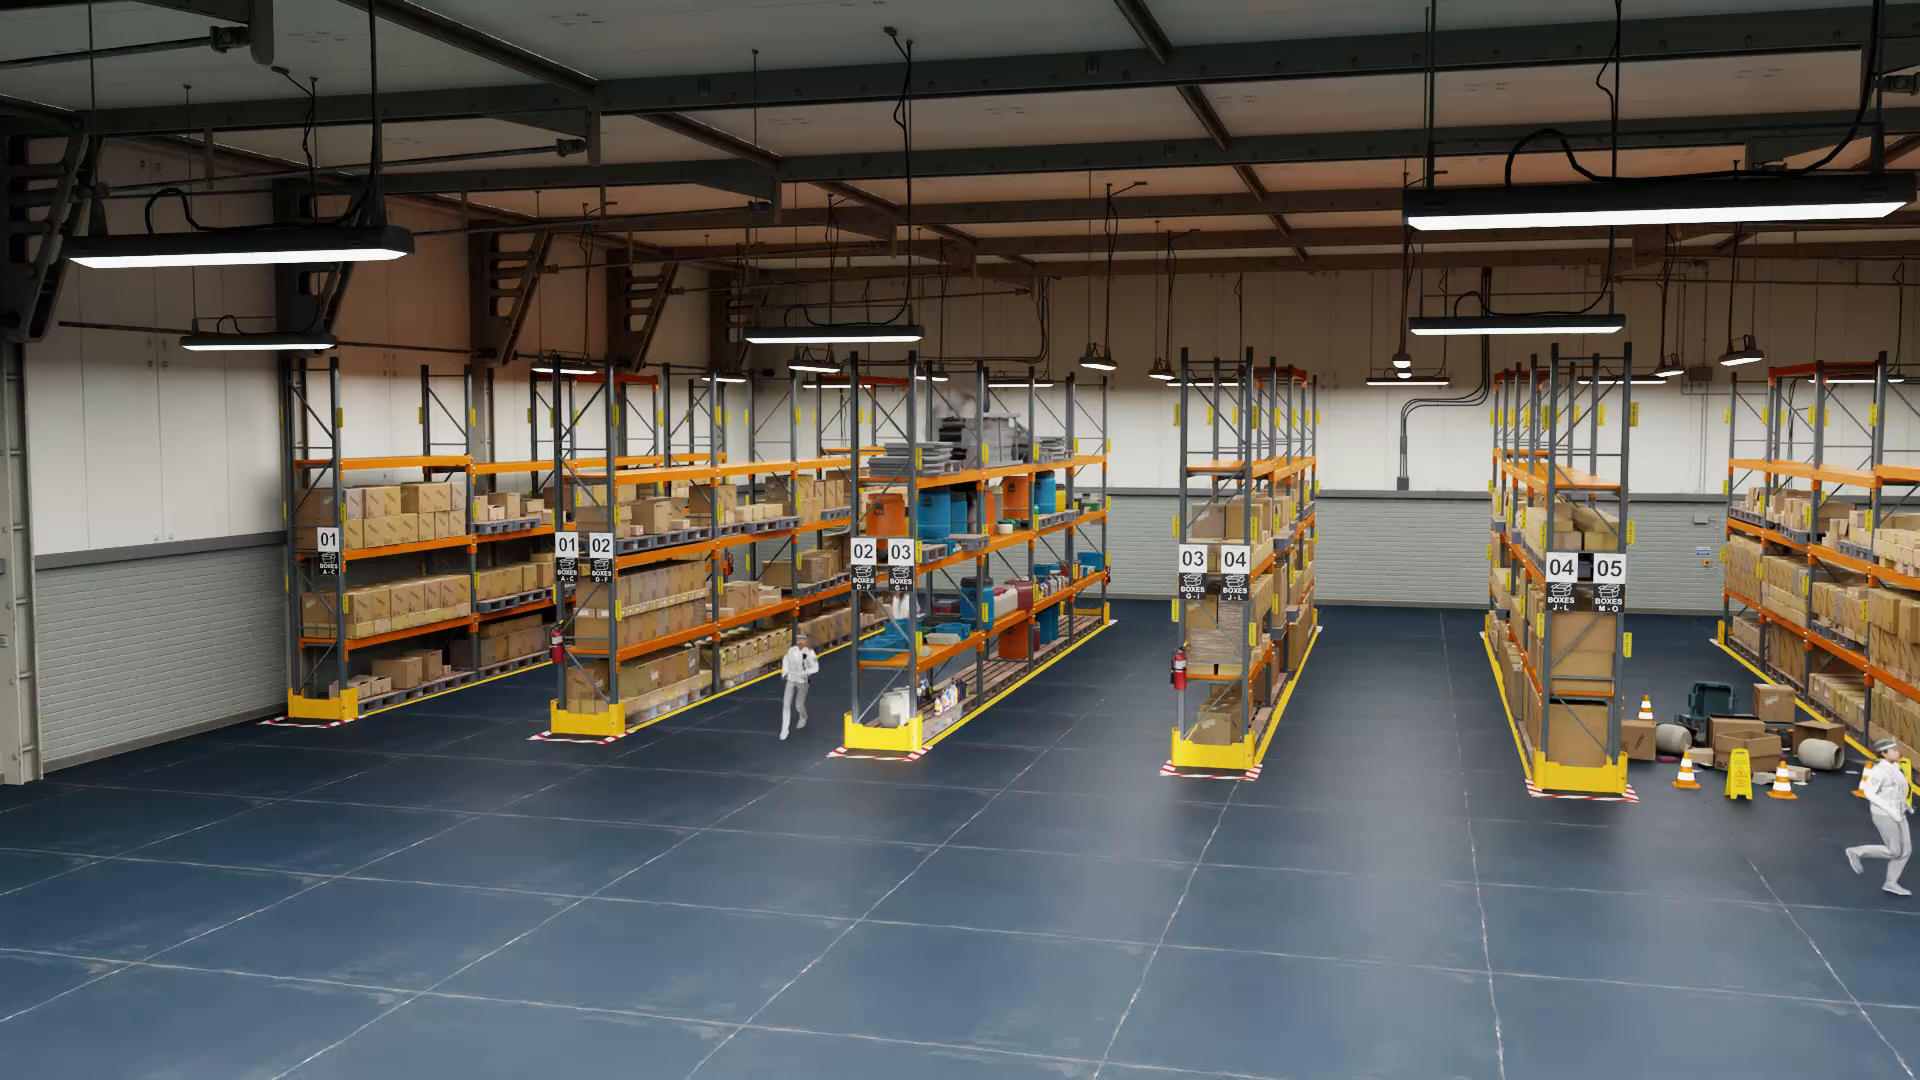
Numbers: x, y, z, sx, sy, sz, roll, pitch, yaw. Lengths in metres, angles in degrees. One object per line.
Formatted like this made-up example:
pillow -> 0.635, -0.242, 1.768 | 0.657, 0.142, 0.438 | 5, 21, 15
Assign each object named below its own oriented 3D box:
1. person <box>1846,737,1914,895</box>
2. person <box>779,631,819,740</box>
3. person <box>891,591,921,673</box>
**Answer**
person -> 9.775, 2.891, 17.595 | 0.615, 1.653, 0.642 | -3, 5, -38
person -> -2.523, 2.254, 26.197 | 0.643, 1.695, 0.885 | 1, 4, 13
person -> -1.076, 1.705, 33.022 | 0.675, 1.825, 0.774 | 2, 4, 20
